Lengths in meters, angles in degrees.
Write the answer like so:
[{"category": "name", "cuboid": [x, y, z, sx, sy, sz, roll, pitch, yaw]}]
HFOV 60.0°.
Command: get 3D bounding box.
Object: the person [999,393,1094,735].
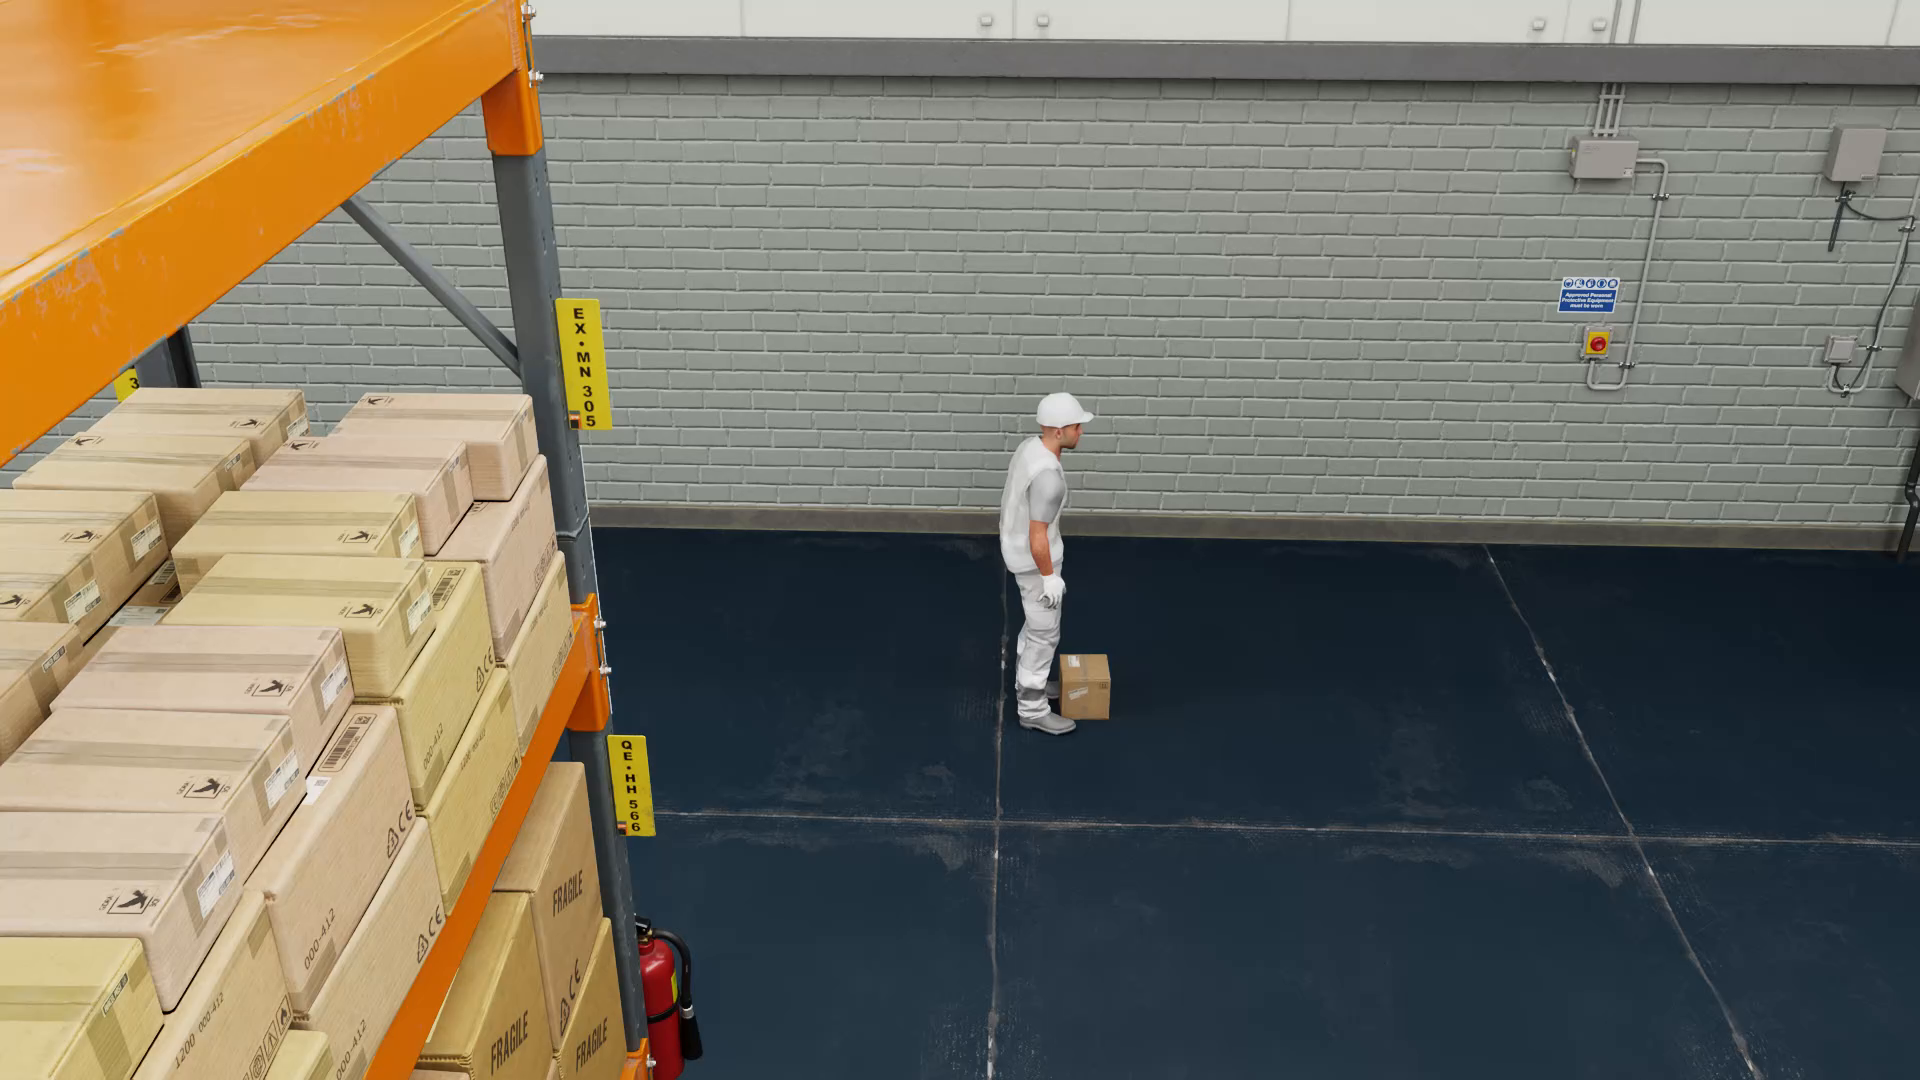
[{"category": "person", "cuboid": [0.427, 0.094, 8.426, 0.453, 1.778, 0.616, -1, 28, -1]}]
